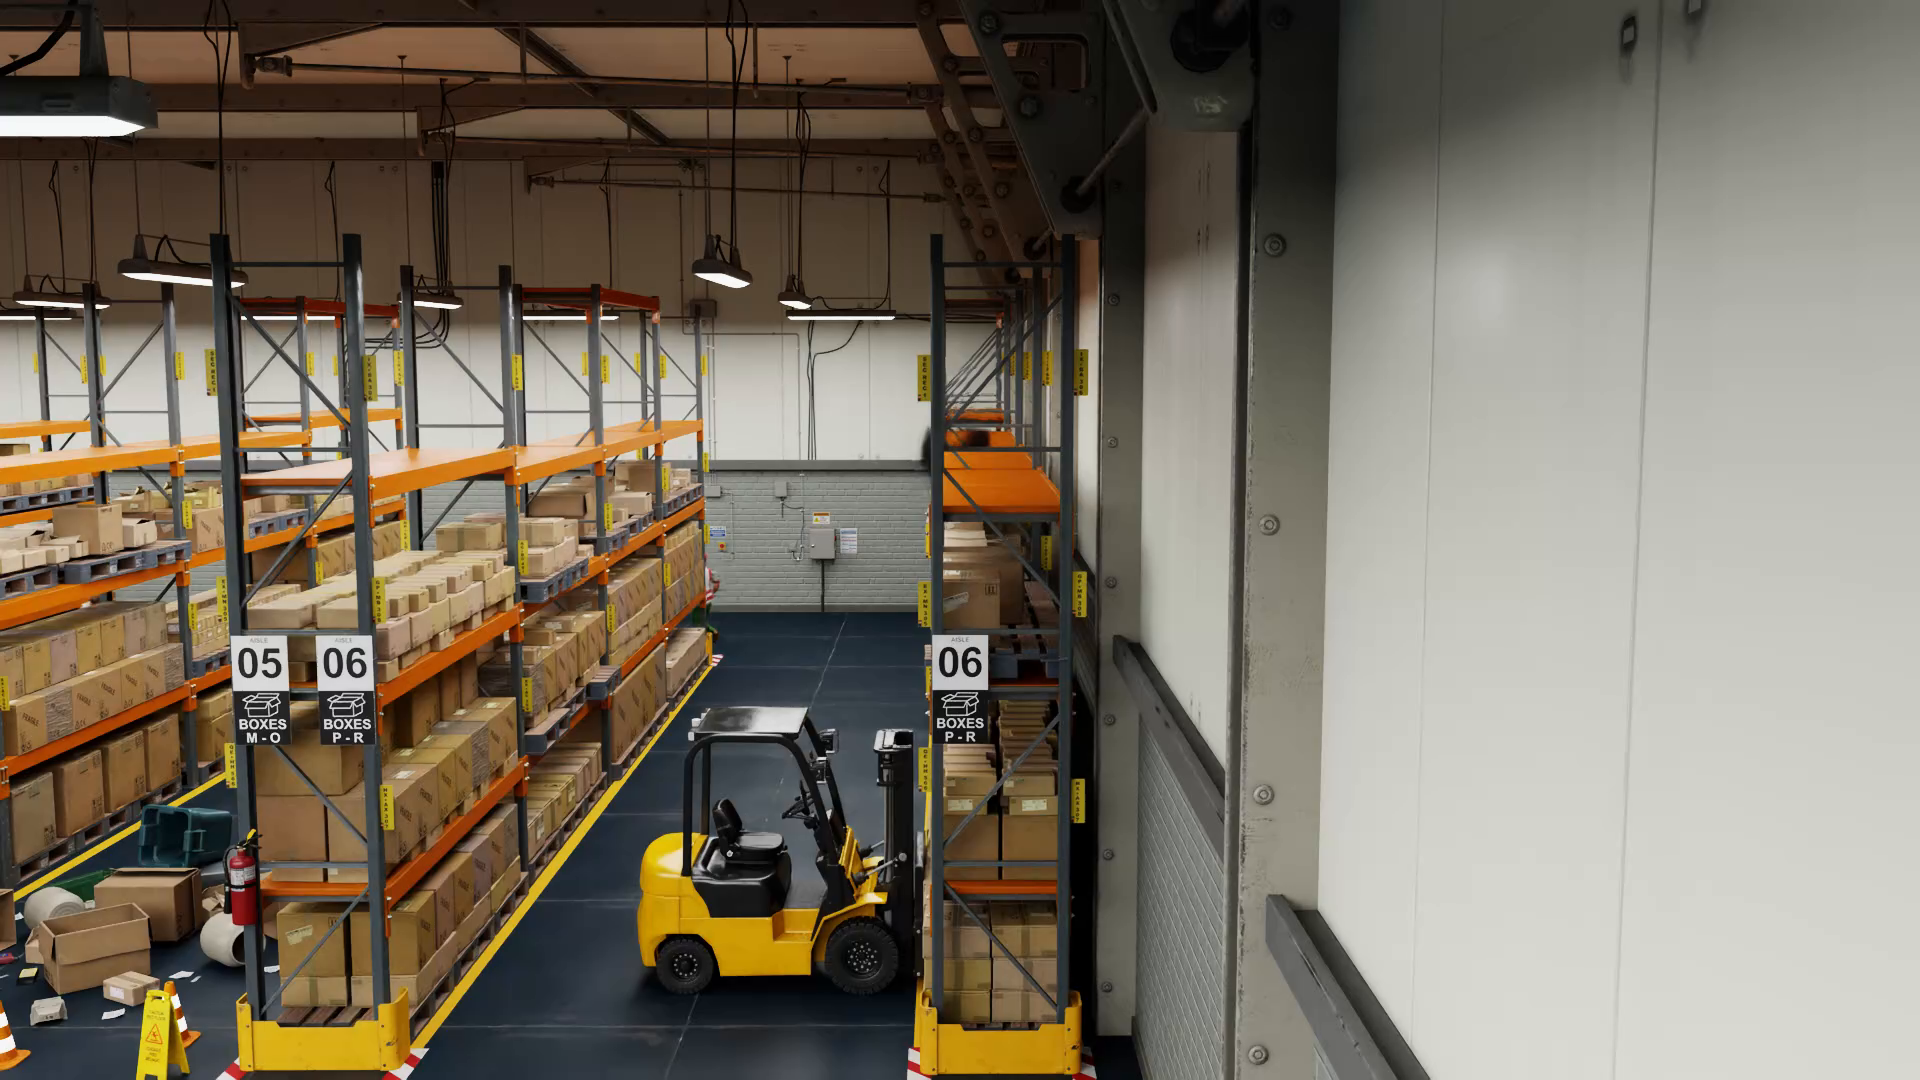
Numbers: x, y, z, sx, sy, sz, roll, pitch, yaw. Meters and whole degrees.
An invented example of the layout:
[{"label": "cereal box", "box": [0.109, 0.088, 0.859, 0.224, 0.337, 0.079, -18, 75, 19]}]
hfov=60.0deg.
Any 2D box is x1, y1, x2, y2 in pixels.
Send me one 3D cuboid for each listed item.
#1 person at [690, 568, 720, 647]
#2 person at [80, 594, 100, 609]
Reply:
[{"label": "person", "box": [-4.532, 1.086, 29.278, 0.576, 1.722, 0.706, 5, 8, 39]}, {"label": "person", "box": [-12.806, 1.545, 24.686, 0.684, 1.799, 0.895, -1, 6, -7]}]
